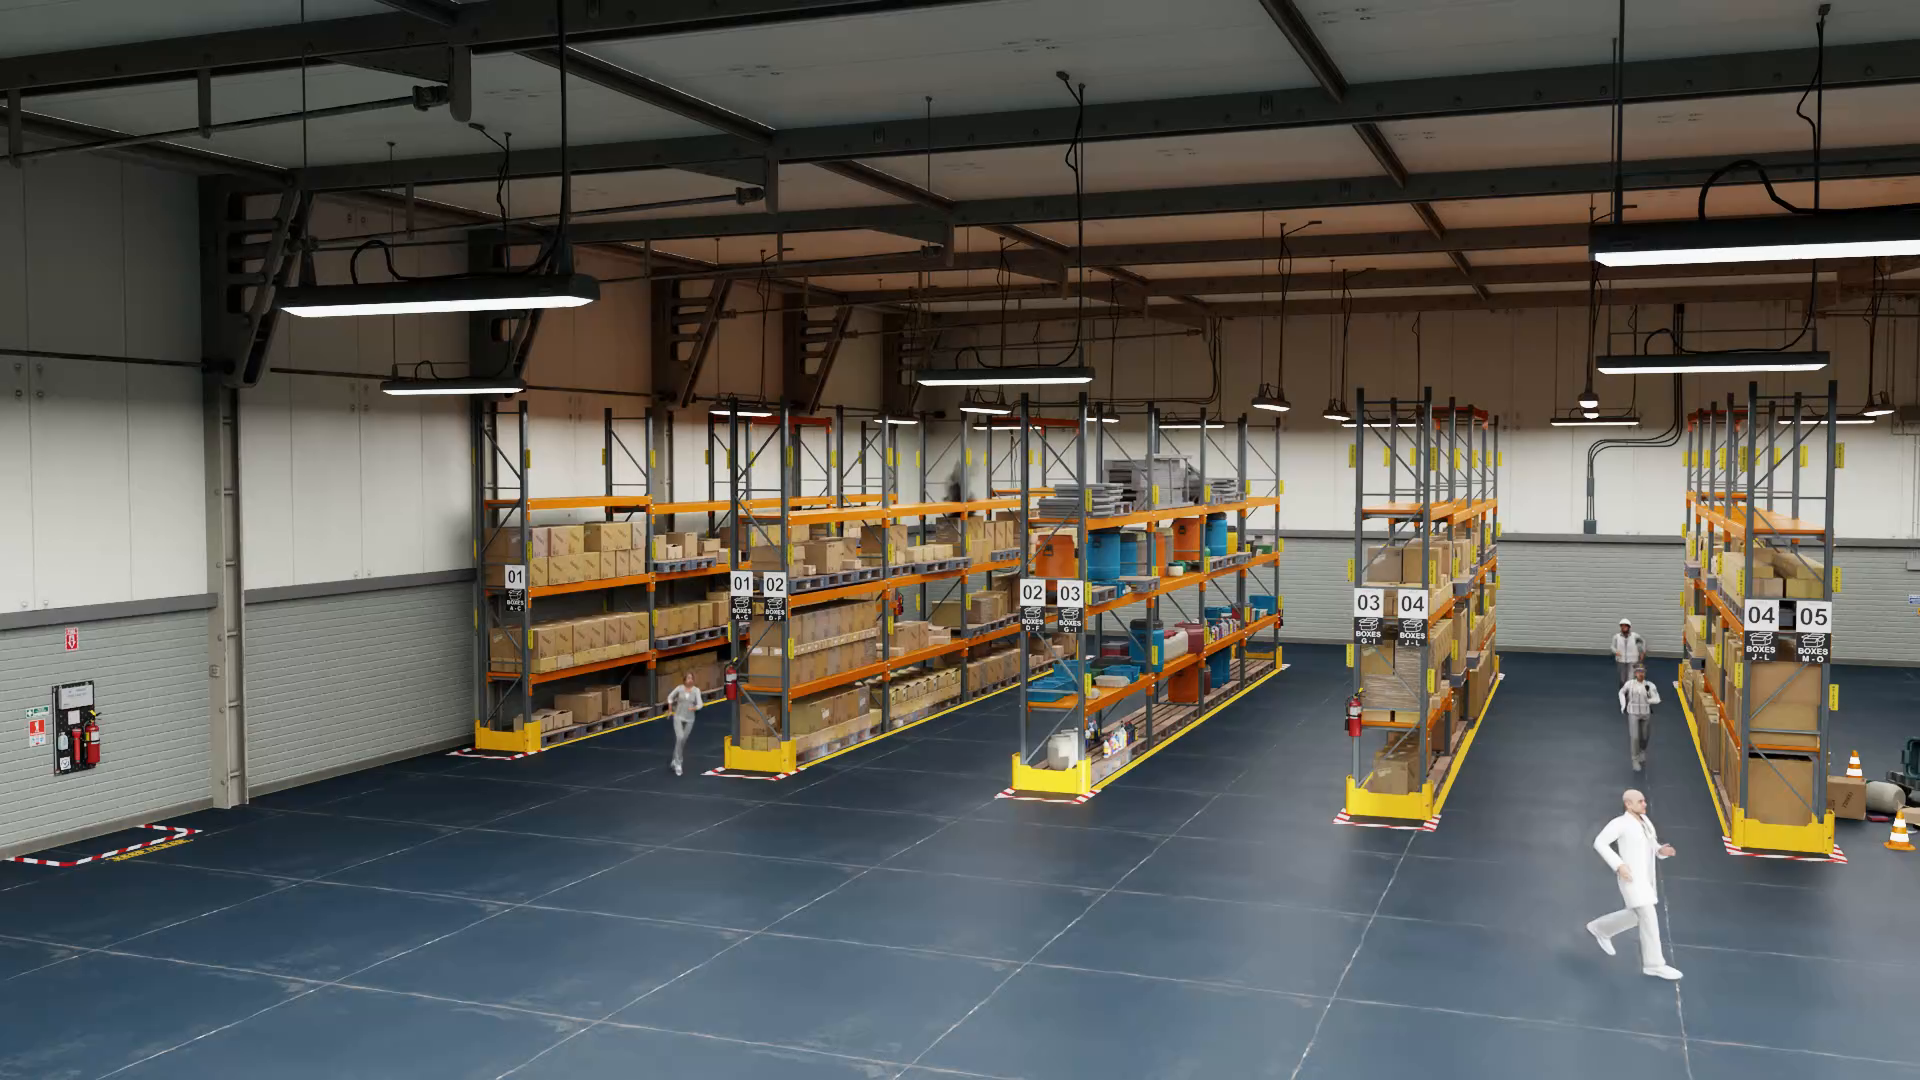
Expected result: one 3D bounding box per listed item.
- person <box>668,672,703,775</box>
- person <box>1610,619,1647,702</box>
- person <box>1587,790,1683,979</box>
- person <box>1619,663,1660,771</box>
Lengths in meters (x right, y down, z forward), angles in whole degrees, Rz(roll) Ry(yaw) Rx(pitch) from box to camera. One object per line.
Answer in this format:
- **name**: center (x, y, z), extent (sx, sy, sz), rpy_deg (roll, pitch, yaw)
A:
- **person**: center (-4.389, 2.906, 26.620), extent (0.538, 1.585, 0.756), rpy_deg (-1, 3, -19)
- **person**: center (13.640, 2.474, 33.979), extent (0.678, 1.726, 0.755), rpy_deg (2, 3, 29)
- **person**: center (6.576, 3.311, 16.229), extent (0.713, 1.754, 1.035), rpy_deg (-2, 4, -40)
- **person**: center (10.984, 2.825, 26.883), extent (0.611, 1.682, 0.940), rpy_deg (1, 3, 18)
